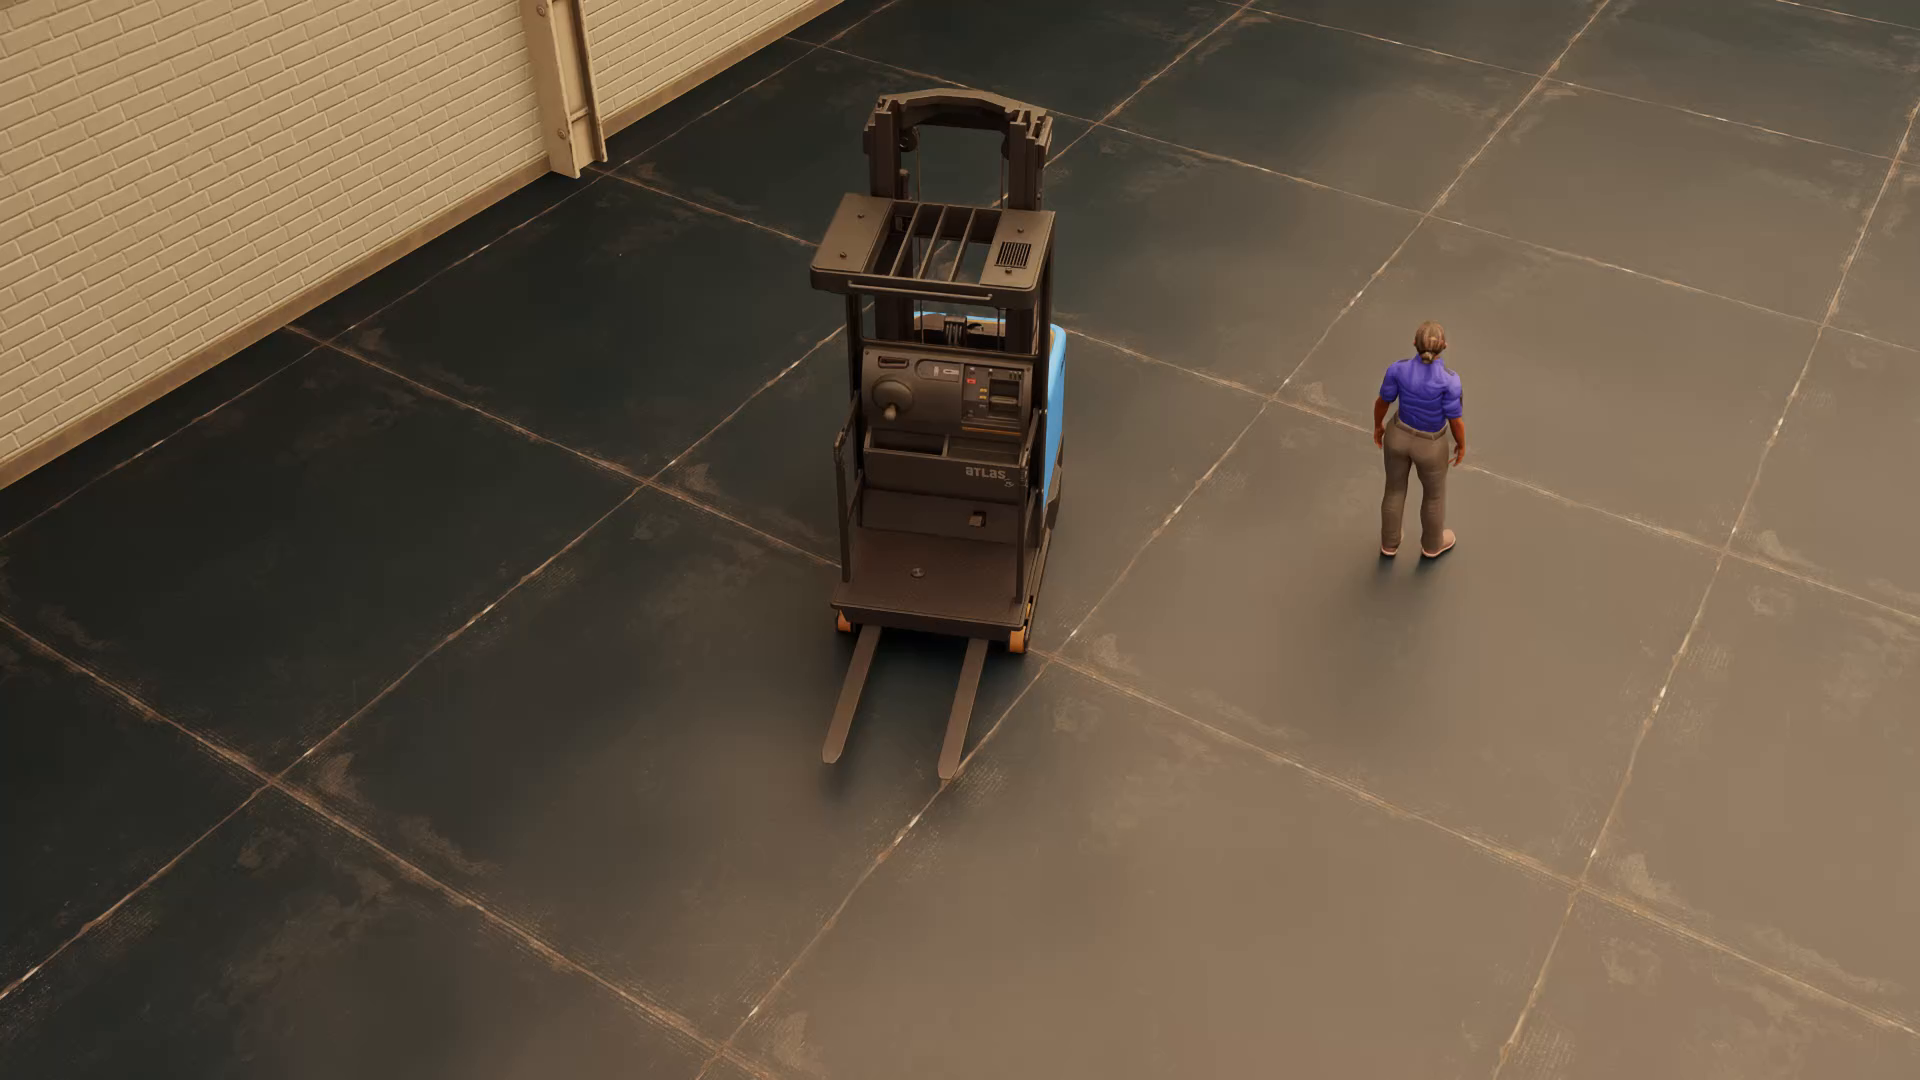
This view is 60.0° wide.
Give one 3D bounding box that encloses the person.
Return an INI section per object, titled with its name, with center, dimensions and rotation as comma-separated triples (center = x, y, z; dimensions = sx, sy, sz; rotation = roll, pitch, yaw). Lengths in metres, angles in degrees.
[person]
center = 2.690, -0.601, 9.653
dimensions = 0.573, 1.655, 0.503
rotation = 21, 45, 23

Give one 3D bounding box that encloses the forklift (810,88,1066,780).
[forklift]
center = -0.108, -0.731, 8.830
dimensions = 1.130, 2.935, 3.031
rotation = 7, 41, 8
